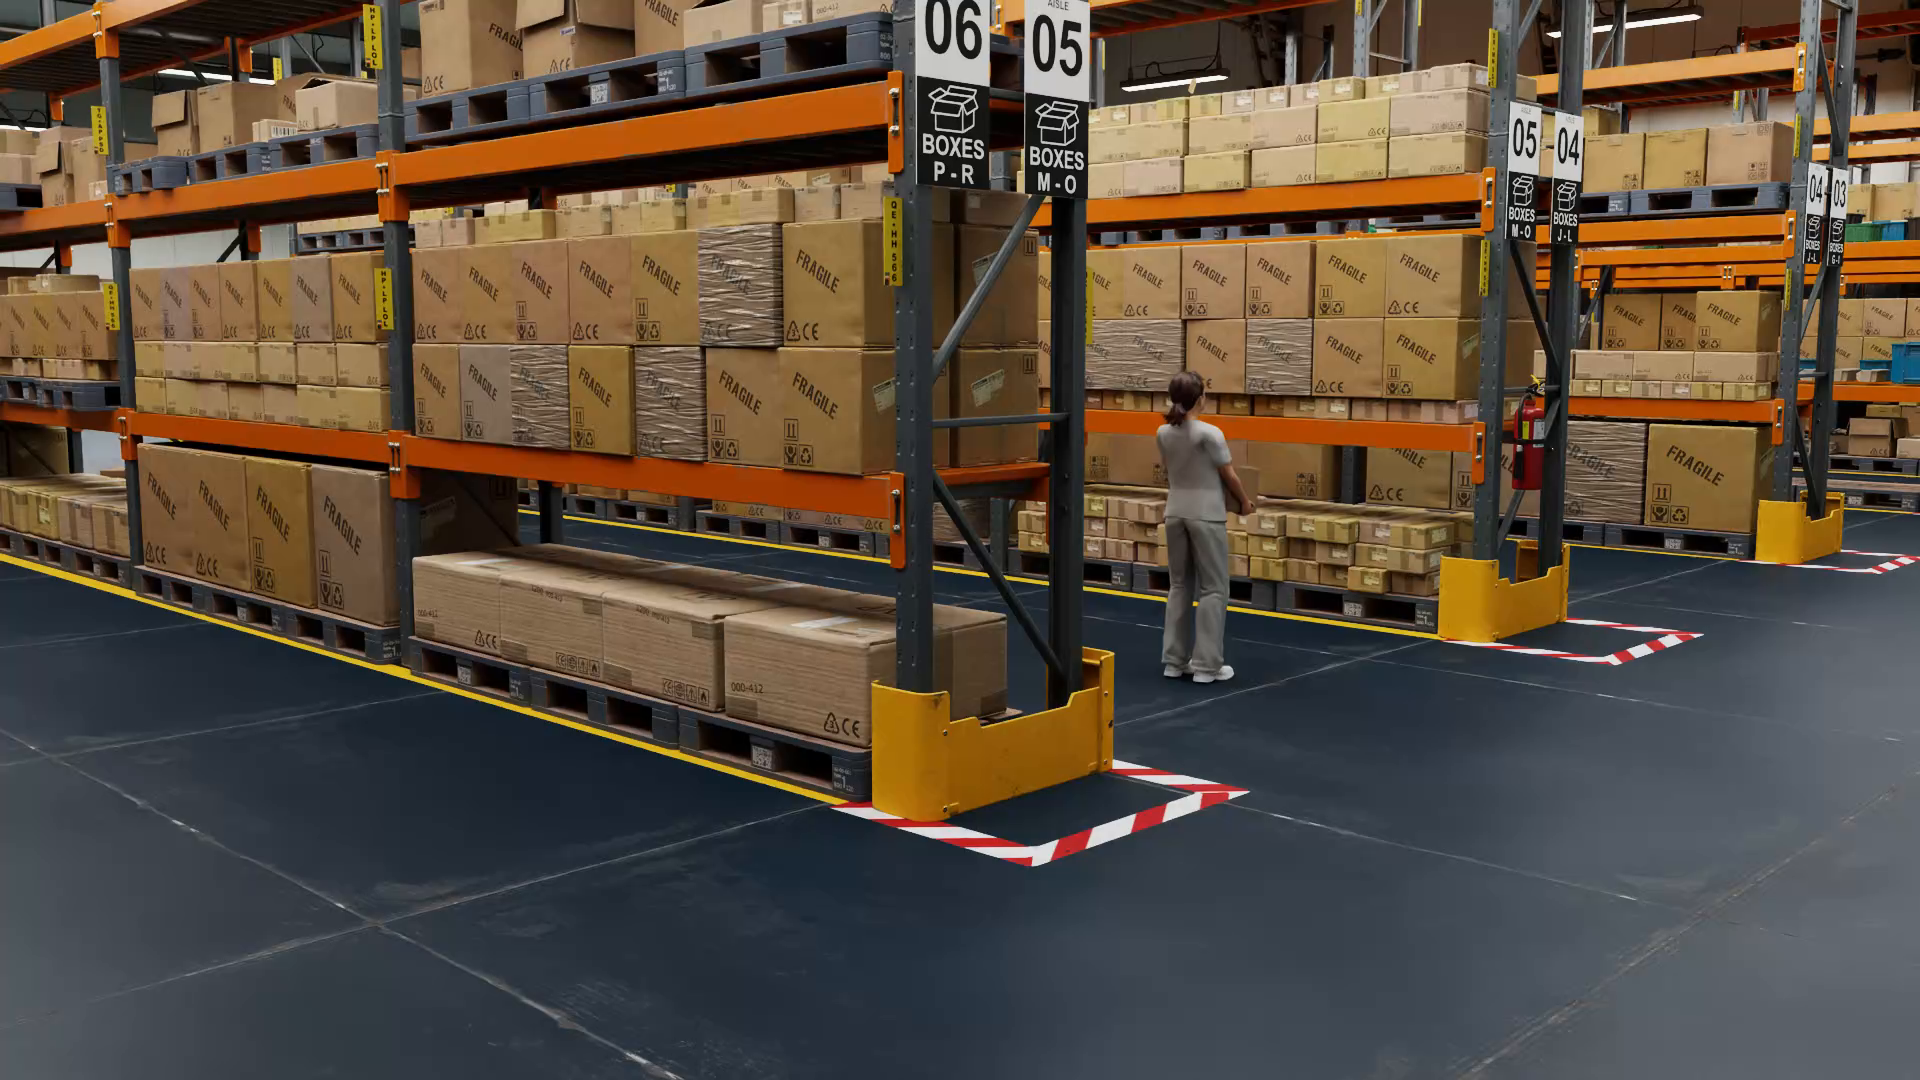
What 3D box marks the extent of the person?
[{"bbox_3d":[1.308,-0.081,8.971,0.437,1.661,0.561,7,10,44],"label":"person"}]
